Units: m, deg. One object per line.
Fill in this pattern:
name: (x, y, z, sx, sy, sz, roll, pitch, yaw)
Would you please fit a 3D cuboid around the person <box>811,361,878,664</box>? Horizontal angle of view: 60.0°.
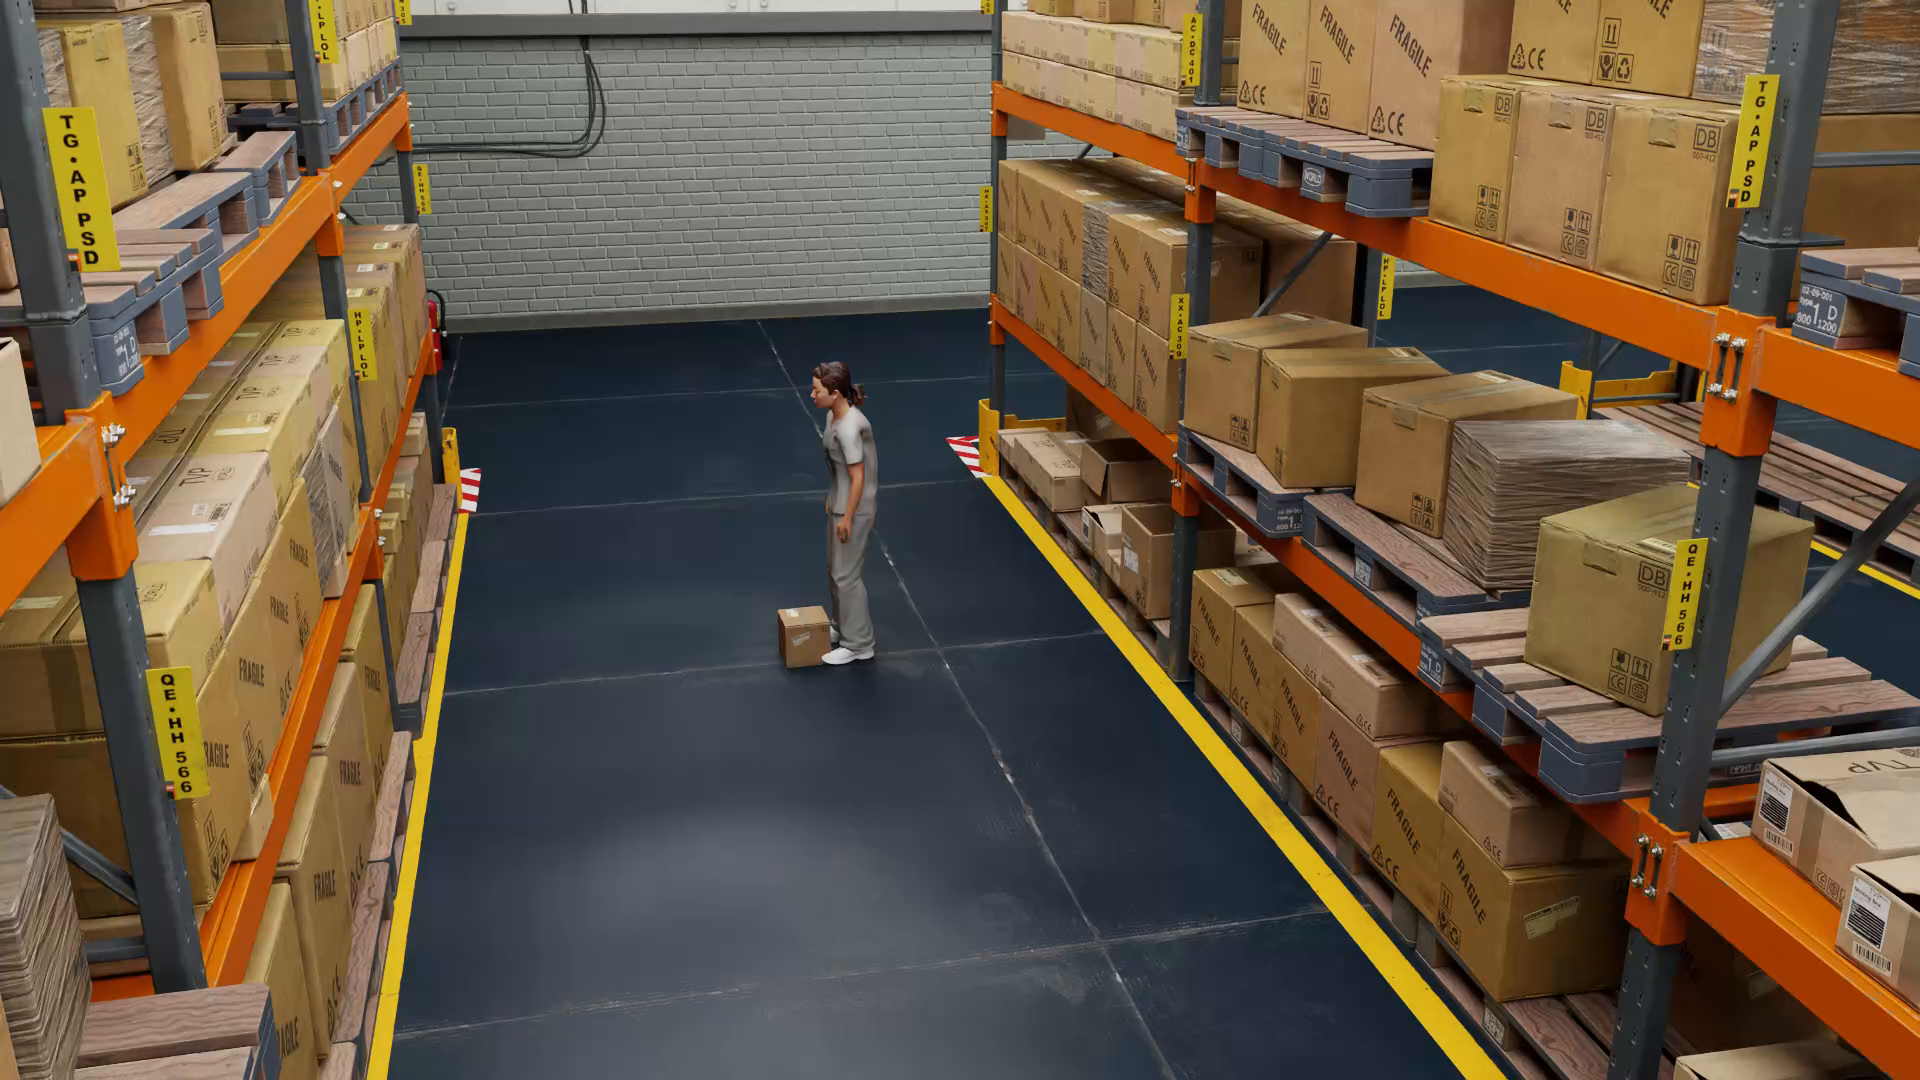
person: (-0.624, -0.160, 9.018, 0.354, 1.673, 0.490, -5, 20, -13)
